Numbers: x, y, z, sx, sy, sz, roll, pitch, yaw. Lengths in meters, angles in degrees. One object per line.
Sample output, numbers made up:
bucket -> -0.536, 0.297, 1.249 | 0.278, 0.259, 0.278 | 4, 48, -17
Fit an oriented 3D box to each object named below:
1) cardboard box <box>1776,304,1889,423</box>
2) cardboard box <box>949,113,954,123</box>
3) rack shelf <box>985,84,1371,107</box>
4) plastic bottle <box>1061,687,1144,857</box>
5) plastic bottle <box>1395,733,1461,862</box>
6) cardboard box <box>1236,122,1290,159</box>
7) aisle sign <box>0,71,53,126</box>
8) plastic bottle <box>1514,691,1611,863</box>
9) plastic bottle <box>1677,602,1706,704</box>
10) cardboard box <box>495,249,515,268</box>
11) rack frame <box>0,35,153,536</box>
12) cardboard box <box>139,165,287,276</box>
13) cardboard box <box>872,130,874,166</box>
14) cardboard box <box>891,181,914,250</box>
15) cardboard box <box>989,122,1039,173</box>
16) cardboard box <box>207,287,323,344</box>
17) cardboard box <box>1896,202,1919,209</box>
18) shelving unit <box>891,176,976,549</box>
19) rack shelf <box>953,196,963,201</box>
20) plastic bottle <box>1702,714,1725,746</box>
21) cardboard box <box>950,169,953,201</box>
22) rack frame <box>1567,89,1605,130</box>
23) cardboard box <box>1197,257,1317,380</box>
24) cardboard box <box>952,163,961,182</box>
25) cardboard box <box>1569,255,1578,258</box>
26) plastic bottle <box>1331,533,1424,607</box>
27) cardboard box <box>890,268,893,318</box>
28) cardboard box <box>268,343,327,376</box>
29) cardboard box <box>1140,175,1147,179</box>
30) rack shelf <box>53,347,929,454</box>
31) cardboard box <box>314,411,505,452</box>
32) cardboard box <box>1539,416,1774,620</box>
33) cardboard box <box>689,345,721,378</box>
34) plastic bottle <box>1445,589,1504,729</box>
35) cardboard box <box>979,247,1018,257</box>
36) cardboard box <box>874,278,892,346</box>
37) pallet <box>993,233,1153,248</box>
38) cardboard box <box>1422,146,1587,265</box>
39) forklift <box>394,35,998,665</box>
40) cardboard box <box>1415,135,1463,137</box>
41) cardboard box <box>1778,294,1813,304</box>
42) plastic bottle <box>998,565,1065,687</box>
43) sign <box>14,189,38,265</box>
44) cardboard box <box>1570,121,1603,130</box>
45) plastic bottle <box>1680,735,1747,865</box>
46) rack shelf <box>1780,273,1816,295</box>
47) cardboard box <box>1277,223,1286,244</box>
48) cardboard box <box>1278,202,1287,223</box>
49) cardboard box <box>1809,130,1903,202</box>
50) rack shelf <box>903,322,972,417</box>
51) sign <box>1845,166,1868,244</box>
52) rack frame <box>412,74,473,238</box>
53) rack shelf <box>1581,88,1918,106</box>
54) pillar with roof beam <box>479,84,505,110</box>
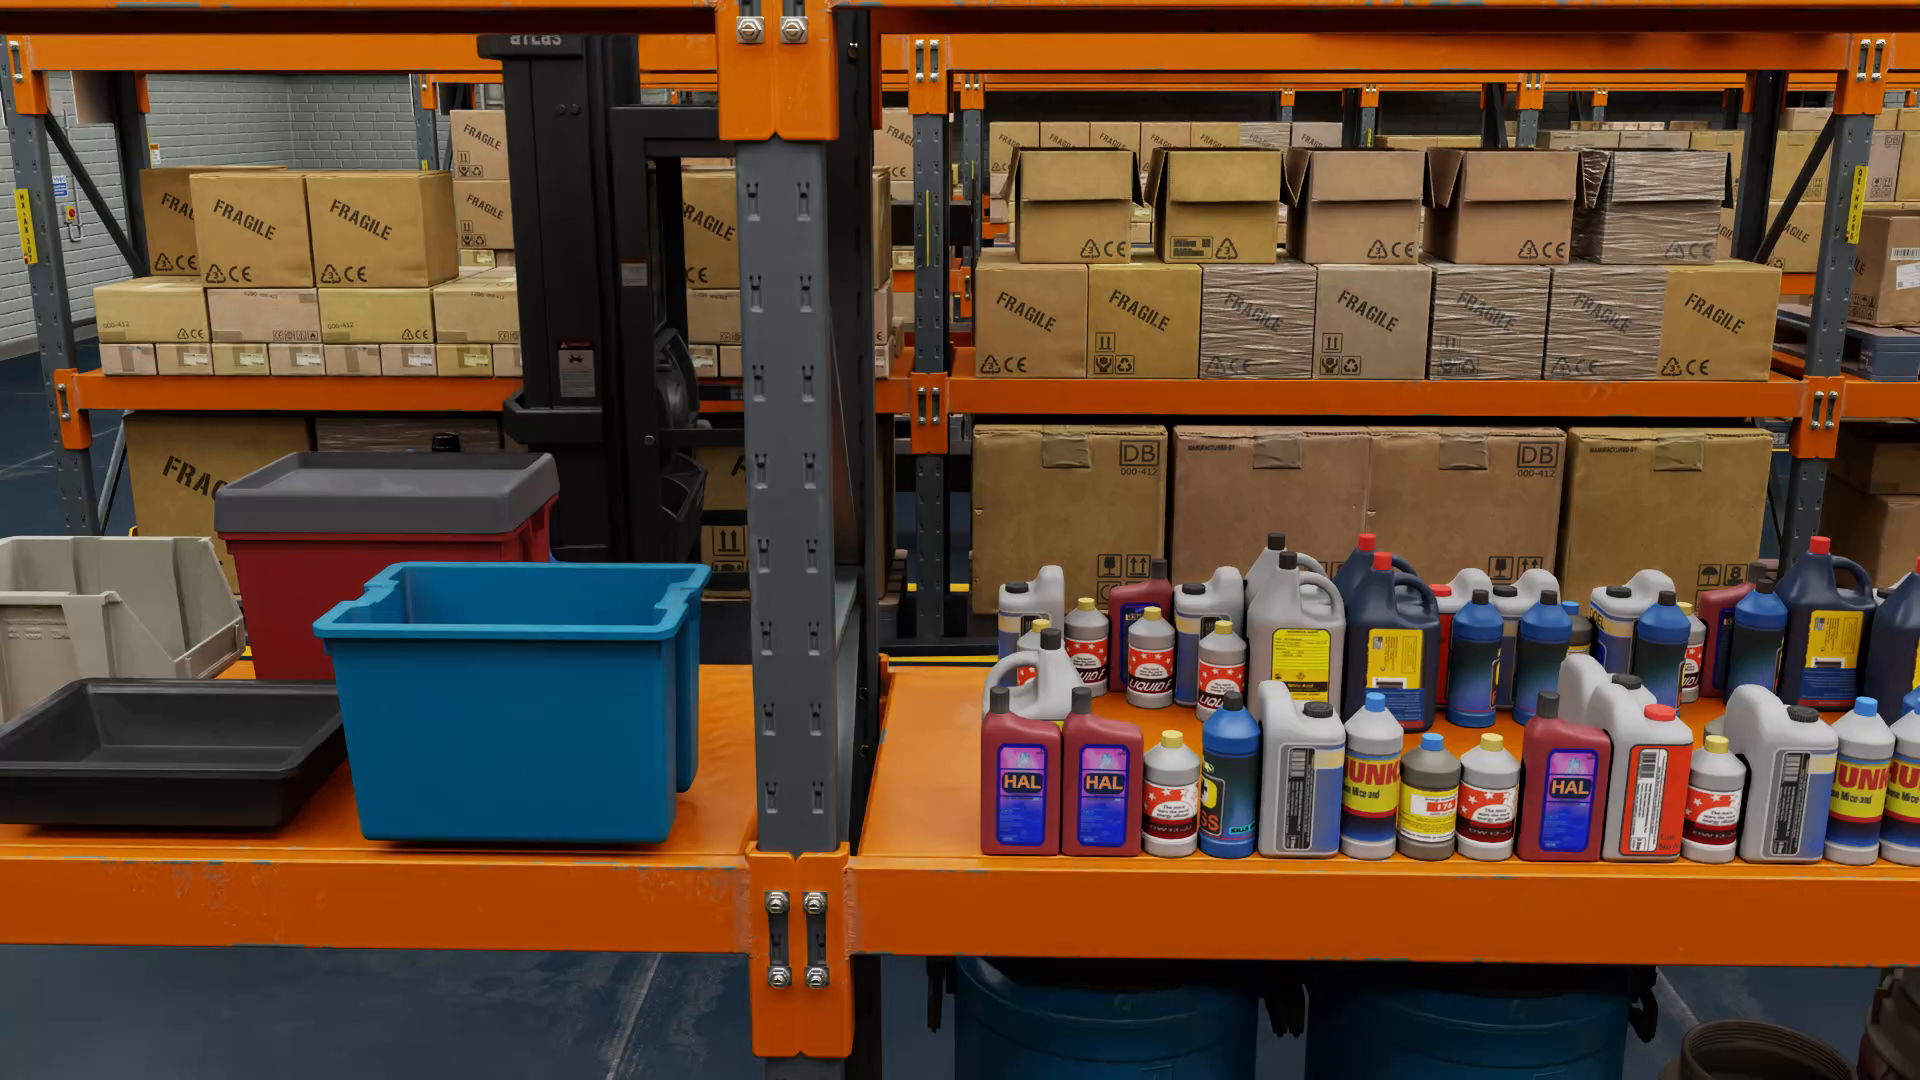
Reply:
cardboard box -> 6.510, -1.366, 12.724 | 0.750, 0.750, 1.050 | 0, 15, 1
cardboard box -> -0.191, -4.344, 16.996 | 0.250, 0.149, 0.380 | 0, 15, 0
rack shelf -> 2.124, -4.667, 17.179 | 4.000, 0.370, 1.077 | 0, 15, 1
plastic bottle -> 0.234, 0.381, 2.743 | 0.133, 0.283, 0.061 | 0, 15, 1
plastic bottle -> 0.777, 0.420, 2.758 | 0.097, 0.201, 0.097 | 0, 15, 0
cardboard box -> 3.087, -4.021, 17.045 | 0.500, 0.500, 0.500 | 1, 15, 2
aisle sign -> -4.207, -2.257, 7.419 | 0.004, 0.787, 0.394 | 0, 15, 1
plastic bottle -> 0.989, 0.386, 2.724 | 0.133, 0.283, 0.061 | 0, 15, 1
plastic bottle -> 1.500, 0.231, 3.474 | 0.097, 0.201, 0.097 | 0, 15, 0
cardboard box -> -3.328, -2.142, 12.572 | 0.250, 0.149, 0.380 | 1, 15, 3
rack frame -> -4.127, -1.076, 8.039 | 0.127, 3.000, 1.000 | 0, 15, 1
cardboard box -> -3.633, -1.574, 8.166 | 0.500, 0.500, 0.500 | 1, 15, 2
cardboard box -> -0.894, -2.926, 12.312 | 0.500, 0.500, 0.500 | 0, 15, 0
cardboard box -> -0.391, -2.438, 12.420 | 0.500, 0.500, 0.500 | 0, 15, 2
cardboard box -> 0.557, -4.033, 17.090 | 0.500, 0.500, 0.500 | 1, 15, 2
cardboard box -> -3.134, -1.074, 7.741 | 0.500, 0.250, 0.500 | 0, 15, 1
cardboard box -> 7.063, -2.249, 12.289 | 0.500, 0.500, 0.500 | 0, 15, 1
shelving unit -> -0.165, -1.016, 9.576 | 0.503, 2.100, 0.431 | 0, 15, 1
rack shelf -> -1.752, -4.508, 22.458 | 4.000, 0.370, 1.077 | 0, 15, 1
plastic bottle -> 1.340, 0.385, 2.891 | 0.097, 0.201, 0.097 | 0, 15, 0
cardboard box -> -0.338, -3.696, 17.771 | 0.500, 0.500, 0.500 | 1, 15, 3
rack frame -> 8.245, -4.791, 22.120 | 0.127, 3.000, 1.000 | 0, 15, 1
cardboard box -> 1.328, -1.025, 7.650 | 0.500, 0.500, 0.500 | 0, 15, 0
cardboard box -> -0.240, -4.987, 22.572 | 0.500, 0.250, 0.500 | 0, 15, 1
cardboard box -> 2.876, -1.148, 8.114 | 0.500, 0.500, 0.500 | 0, 15, 0
plastic bottle -> 0.857, 0.161, 3.448 | 0.185, 0.351, 0.144 | 0, 15, 1
cardboard box -> -0.591, -1.191, 8.186 | 0.500, 0.250, 0.500 | 0, 15, 0
cardboard box -> -3.007, -0.864, 7.727 | 0.250, 0.149, 0.380 | 0, 15, 1
cardboard box -> 1.295, -2.725, 12.793 | 0.250, 0.149, 0.380 | 0, 15, 1
rack shelf -> -2.128, -0.715, 8.081 | 4.000, 0.370, 1.077 | 0, 15, 1
cardboard box -> -2.575, -0.262, 8.296 | 0.875, 0.875, 0.875 | 0, 15, 1
cardboard box -> 3.181, -0.210, 8.096 | 0.875, 0.875, 1.225 | 0, 15, -1
cardboard box -> -1.213, -0.852, 7.682 | 0.250, 0.149, 0.380 | 1, 15, 2
plastic bottle -> 1.032, 0.233, 3.329 | 0.097, 0.271, 0.097 | 0, 15, 0
cardboard box -> 0.346, -1.165, 8.180 | 0.500, 0.500, 0.500 | 0, 15, 2
cardboard box -> -0.576, -1.057, 7.679 | 0.500, 0.250, 0.500 | 0, 15, 0
pallet -> 0.860, -2.180, 12.597 | 1.213, 0.211, 1.003 | 0, 15, 1
cardboard box -> 2.488, -1.571, 7.753 | 0.637, 0.503, 0.797 | 1, 15, 3
forklift -> -0.936, -0.663, 6.609 | 3.031, 2.935, 1.130 | -1, 15, -2
cardboard box -> 5.102, -4.014, 17.571 | 0.500, 0.500, 0.500 | 0, 15, 1
cardboard box -> 8.107, -2.229, 15.823 | 0.500, 0.500, 0.500 | 0, 15, 1
plastic bottle -> 0.147, 0.193, 3.471 | 0.135, 0.276, 0.152 | 0, 15, 1
sign -> -4.147, -1.392, 7.382 | 0.005, 0.325, 0.100 | 0, 15, 1
cardboard box -> 6.572, -4.308, 17.415 | 0.250, 0.149, 0.380 | 1, 15, 5
plastic bottle -> 1.239, 0.423, 2.746 | 0.097, 0.201, 0.097 | 0, 15, 0
rack shelf -> 6.097, -1.927, 12.676 | 4.000, 0.370, 1.077 | 0, 15, 1
cardboard box -> 2.311, -2.266, 12.216 | 0.250, 0.149, 0.380 | 1, 15, 3
cardboard box -> 2.303, -2.409, 12.176 | 0.250, 0.149, 0.380 | 1, 15, 3
cardboard box -> 6.581, -2.802, 12.424 | 0.500, 0.500, 0.700 | 0, 15, 2
rack shelf -> -0.165, -1.003, 9.580 | 0.480, 0.518, 0.431 | 0, 15, 1
sign -> 3.859, -1.442, 7.157 | 0.005, 0.325, 0.100 | 0, 15, 1
rack frame -> -3.899, -2.340, 12.831 | 0.127, 3.000, 1.000 | 0, 15, 1
rack shelf -> 10.245, -5.881, 21.779 | 4.000, 0.370, 1.077 | 0, 15, 1
pillar with roof beam -> -6.533, -6.920, 18.427 | 0.400, 9.000, 9.100 | 0, 15, 1
